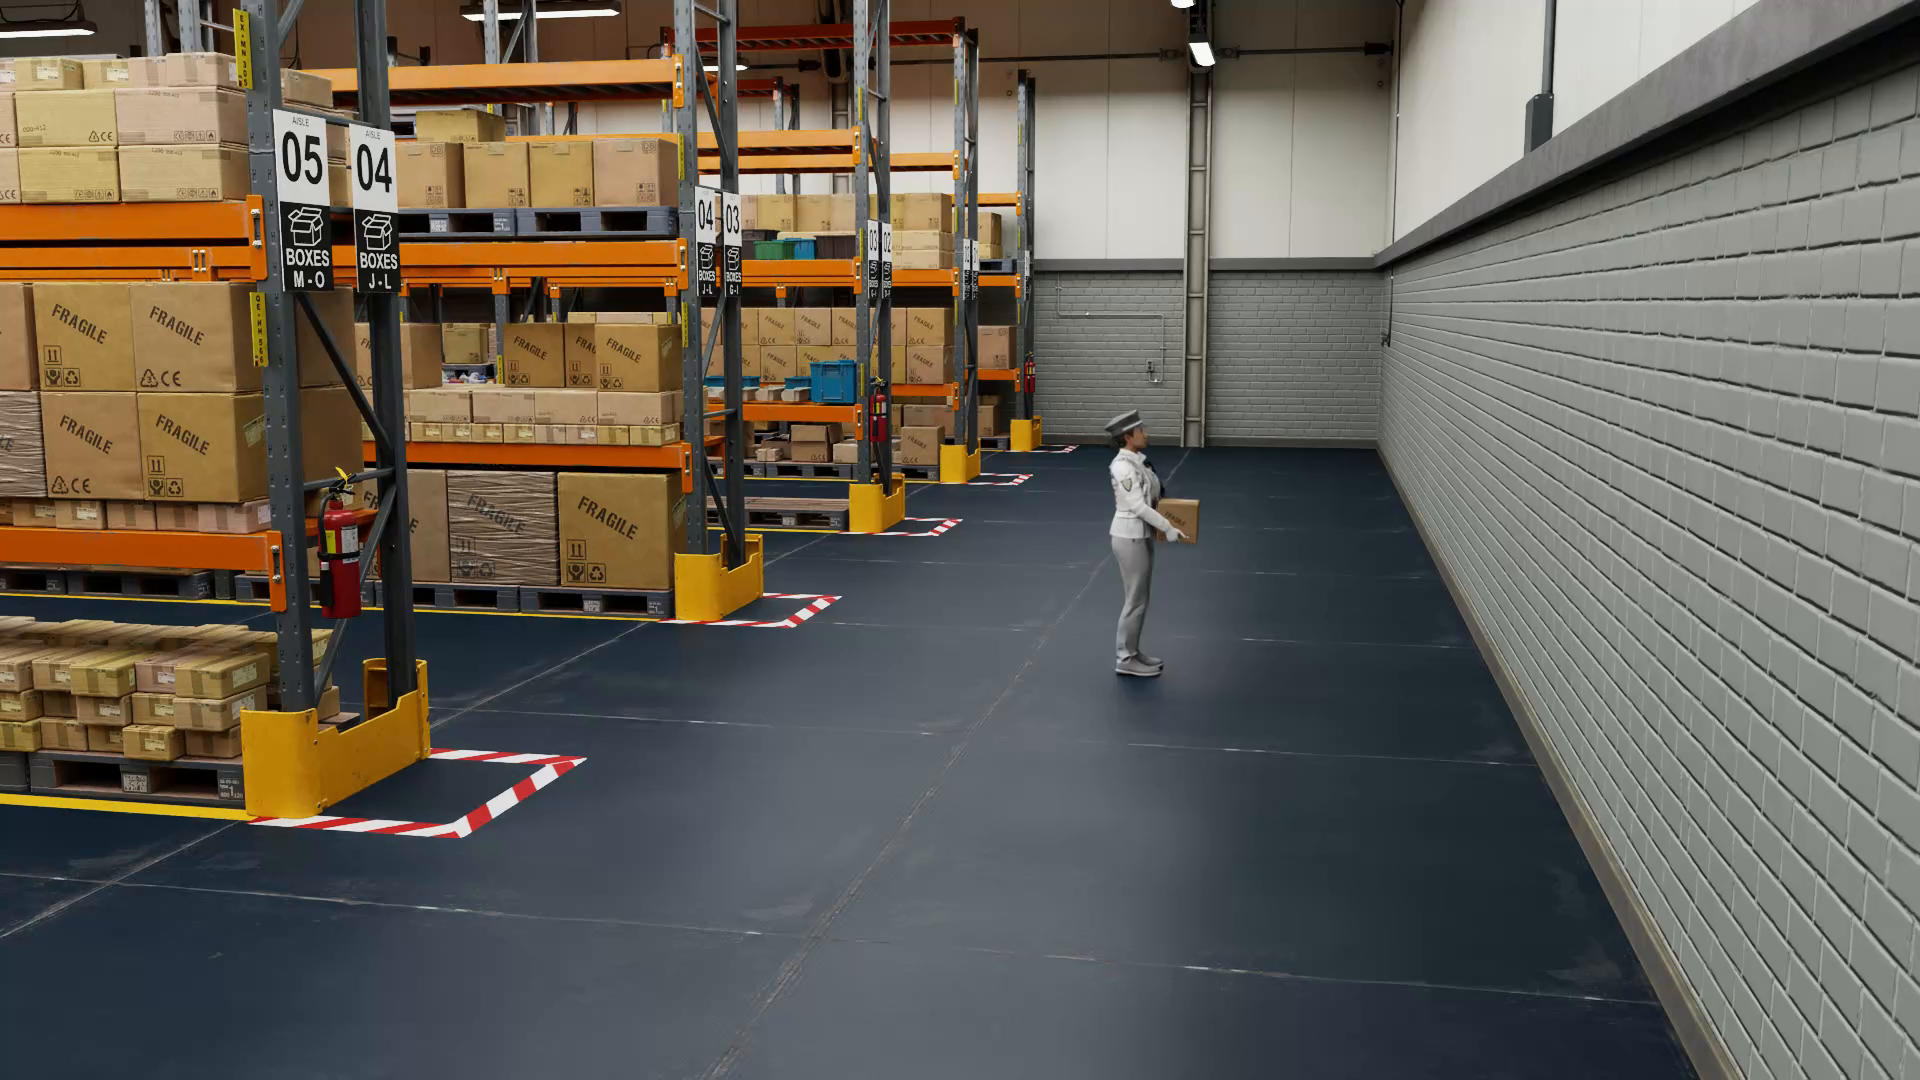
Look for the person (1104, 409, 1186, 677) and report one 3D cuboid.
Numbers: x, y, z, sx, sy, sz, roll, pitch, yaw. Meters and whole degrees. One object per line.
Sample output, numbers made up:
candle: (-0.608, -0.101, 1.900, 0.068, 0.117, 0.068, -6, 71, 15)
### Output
person: (1.188, 0.009, 10.634, 0.554, 1.695, 0.467, 2, 8, 16)
